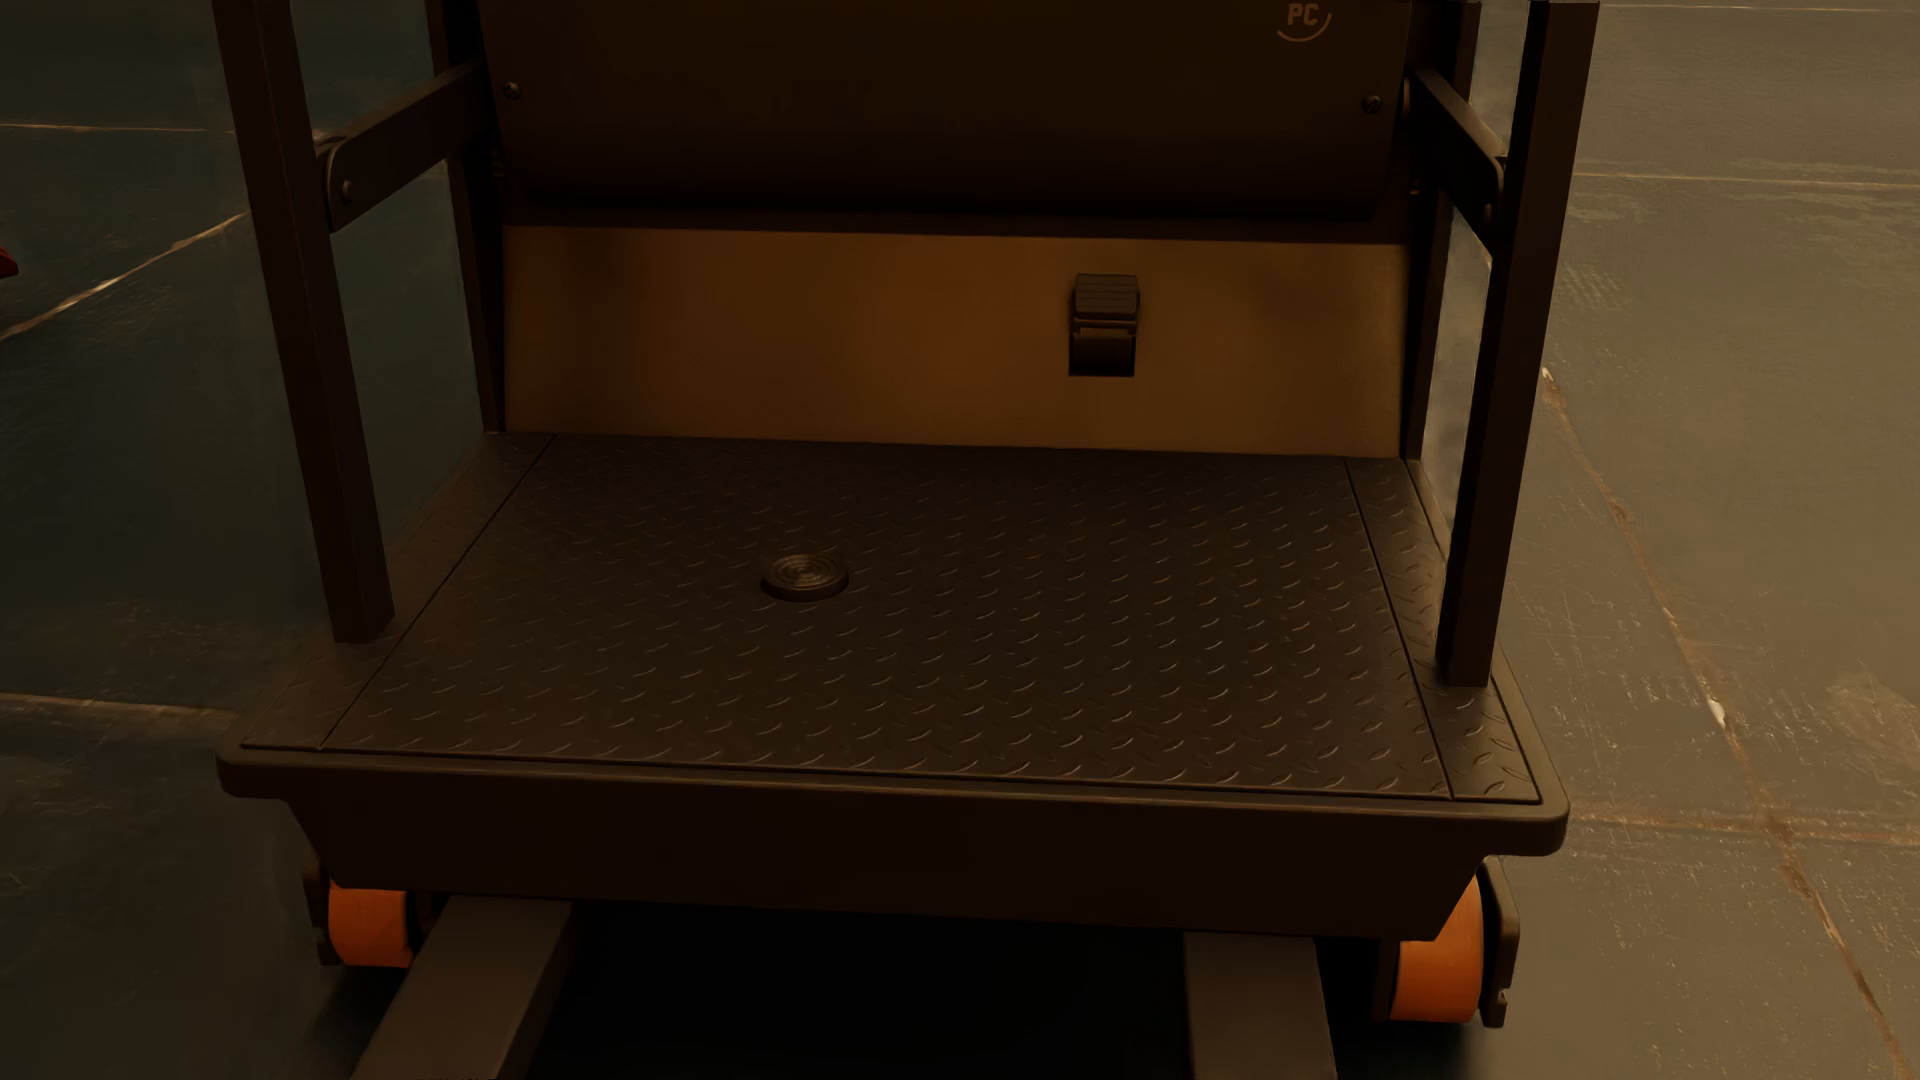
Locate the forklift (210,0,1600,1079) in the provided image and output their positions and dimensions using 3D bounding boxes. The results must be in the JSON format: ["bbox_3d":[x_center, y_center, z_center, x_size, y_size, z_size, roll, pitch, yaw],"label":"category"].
[{"bbox_3d":[-0.035,-1.008,1.237,1.130,2.935,3.031,2,27,4],"label":"forklift"}]

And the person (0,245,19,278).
[{"bbox_3d":[-2.253,-0.940,2.876,0.825,1.439,0.632,-8,27,-15],"label":"person"}]
